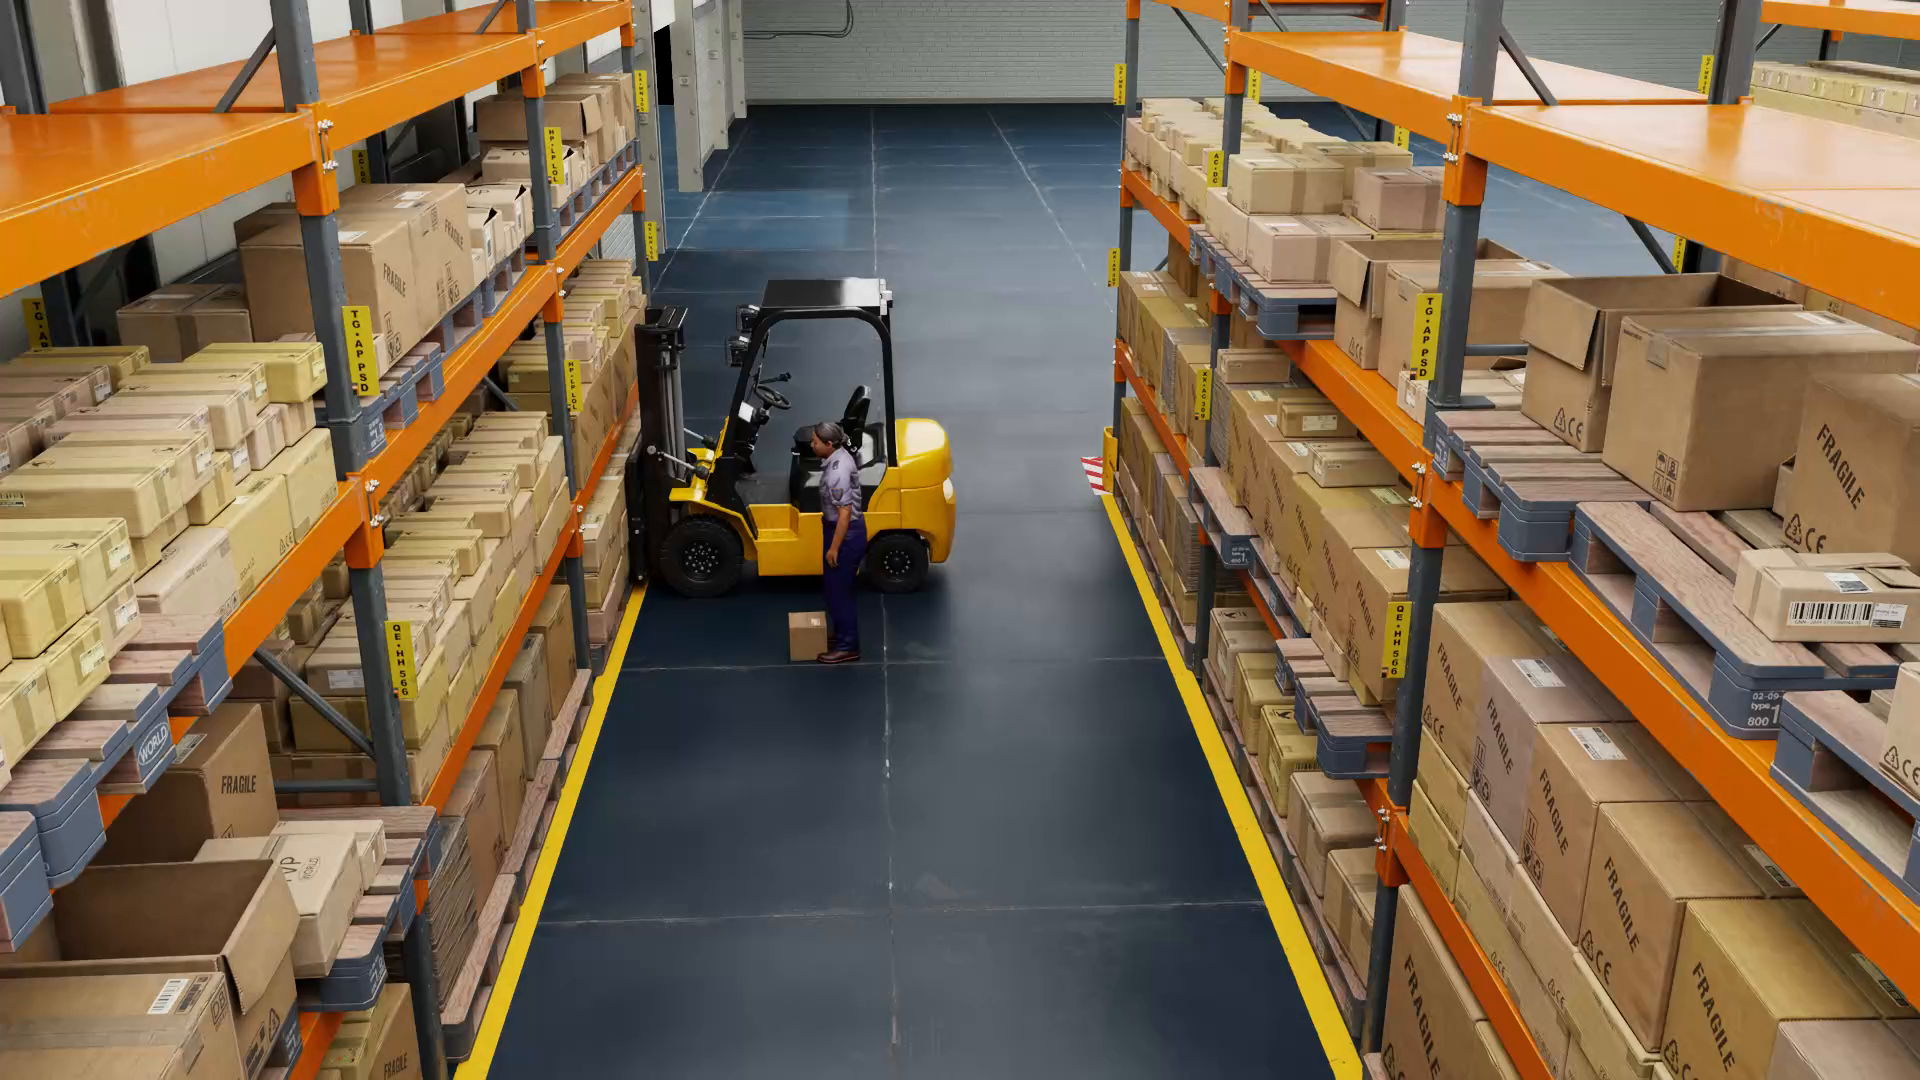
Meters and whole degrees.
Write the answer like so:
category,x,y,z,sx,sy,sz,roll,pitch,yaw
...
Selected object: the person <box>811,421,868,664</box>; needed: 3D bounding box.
category,x,y,z,sx,sy,sz,roll,pitch,yaw
person,-0.801,-0.011,11.116,0.371,1.652,0.538,-1,21,-3
